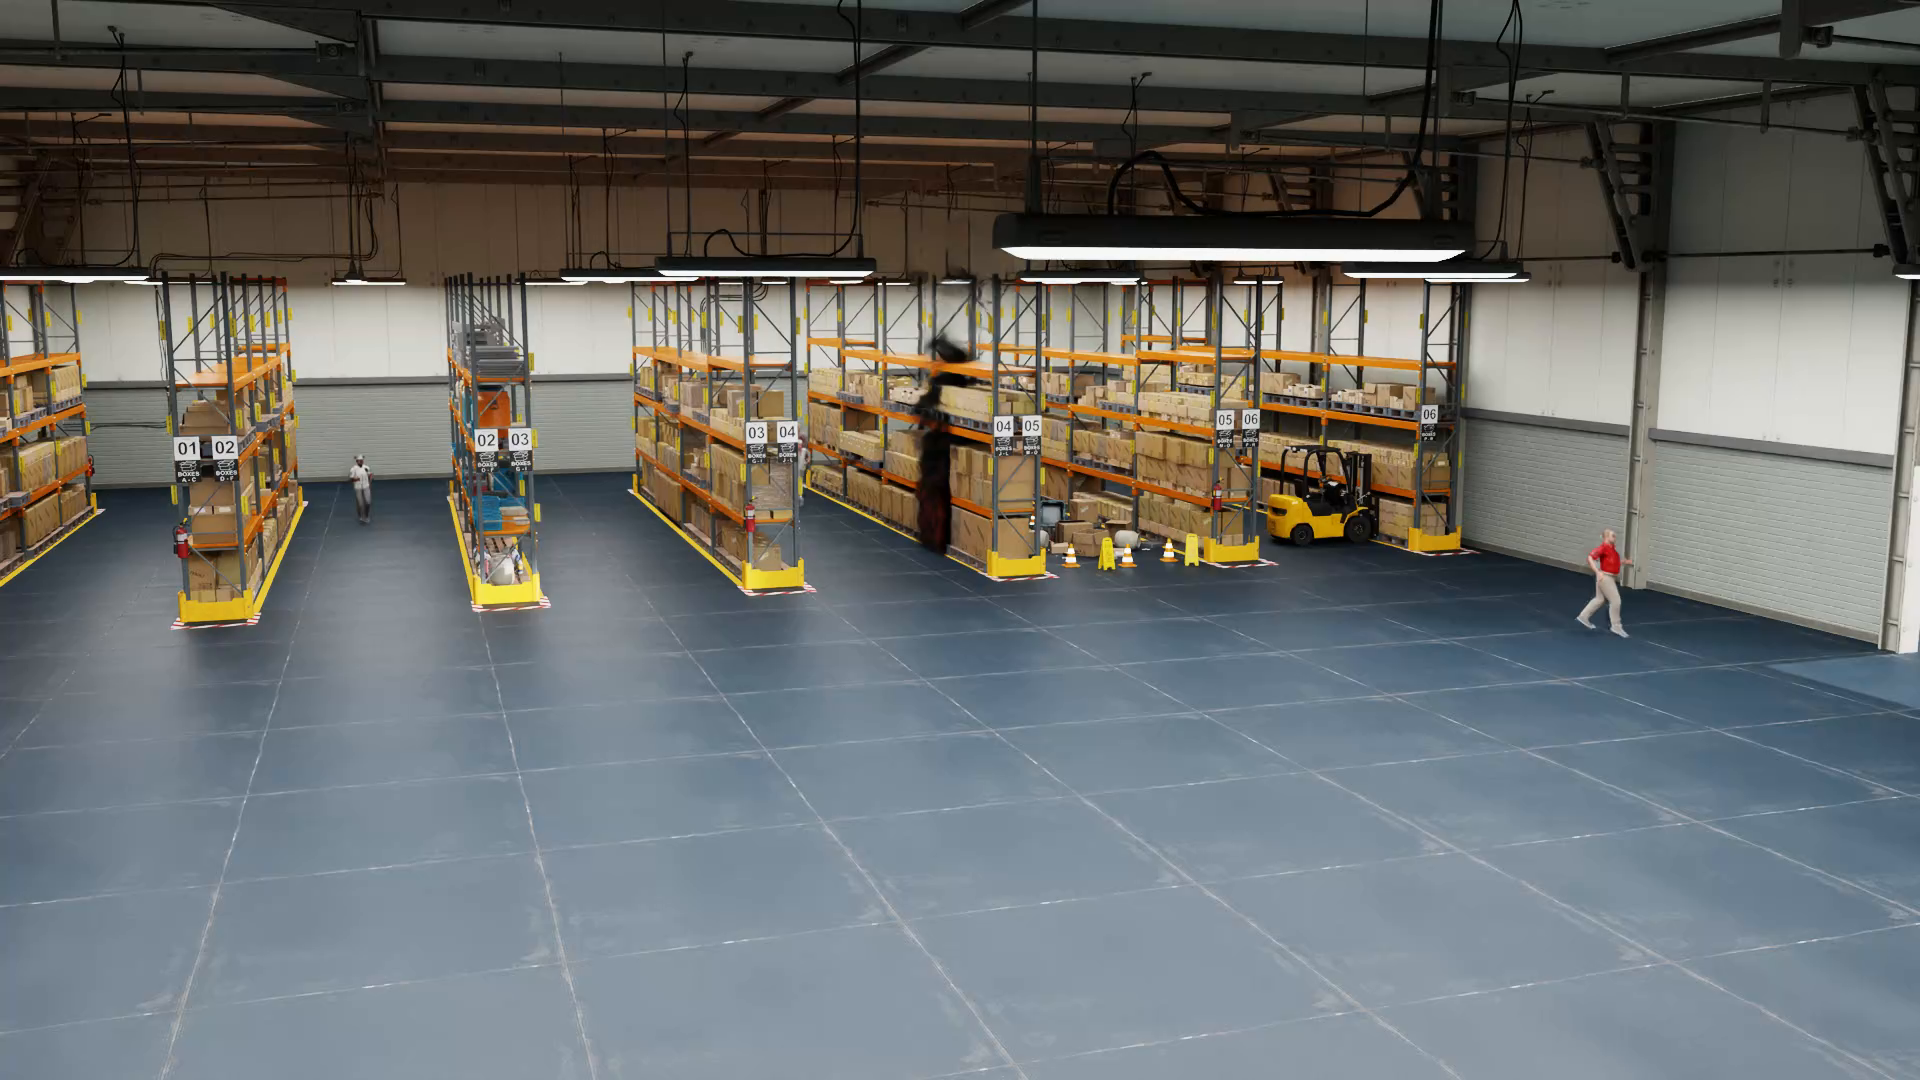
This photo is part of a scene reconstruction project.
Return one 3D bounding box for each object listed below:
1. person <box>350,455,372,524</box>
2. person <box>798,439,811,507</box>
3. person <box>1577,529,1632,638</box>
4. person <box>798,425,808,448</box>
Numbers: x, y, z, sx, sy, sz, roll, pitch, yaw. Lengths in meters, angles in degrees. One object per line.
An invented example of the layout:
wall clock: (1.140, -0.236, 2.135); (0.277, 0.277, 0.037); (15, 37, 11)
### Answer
person: (-14.631, -1.232, 40.684); (0.530, 1.727, 0.660); (-4, 10, -27)
person: (-4.309, -1.816, 44.276); (0.659, 1.786, 1.103); (-3, 9, -22)
person: (10.747, 0.703, 27.672); (0.889, 1.772, 0.647); (5, 10, 30)
person: (-4.778, -2.523, 49.124); (0.751, 1.780, 0.789); (8, 12, 41)
